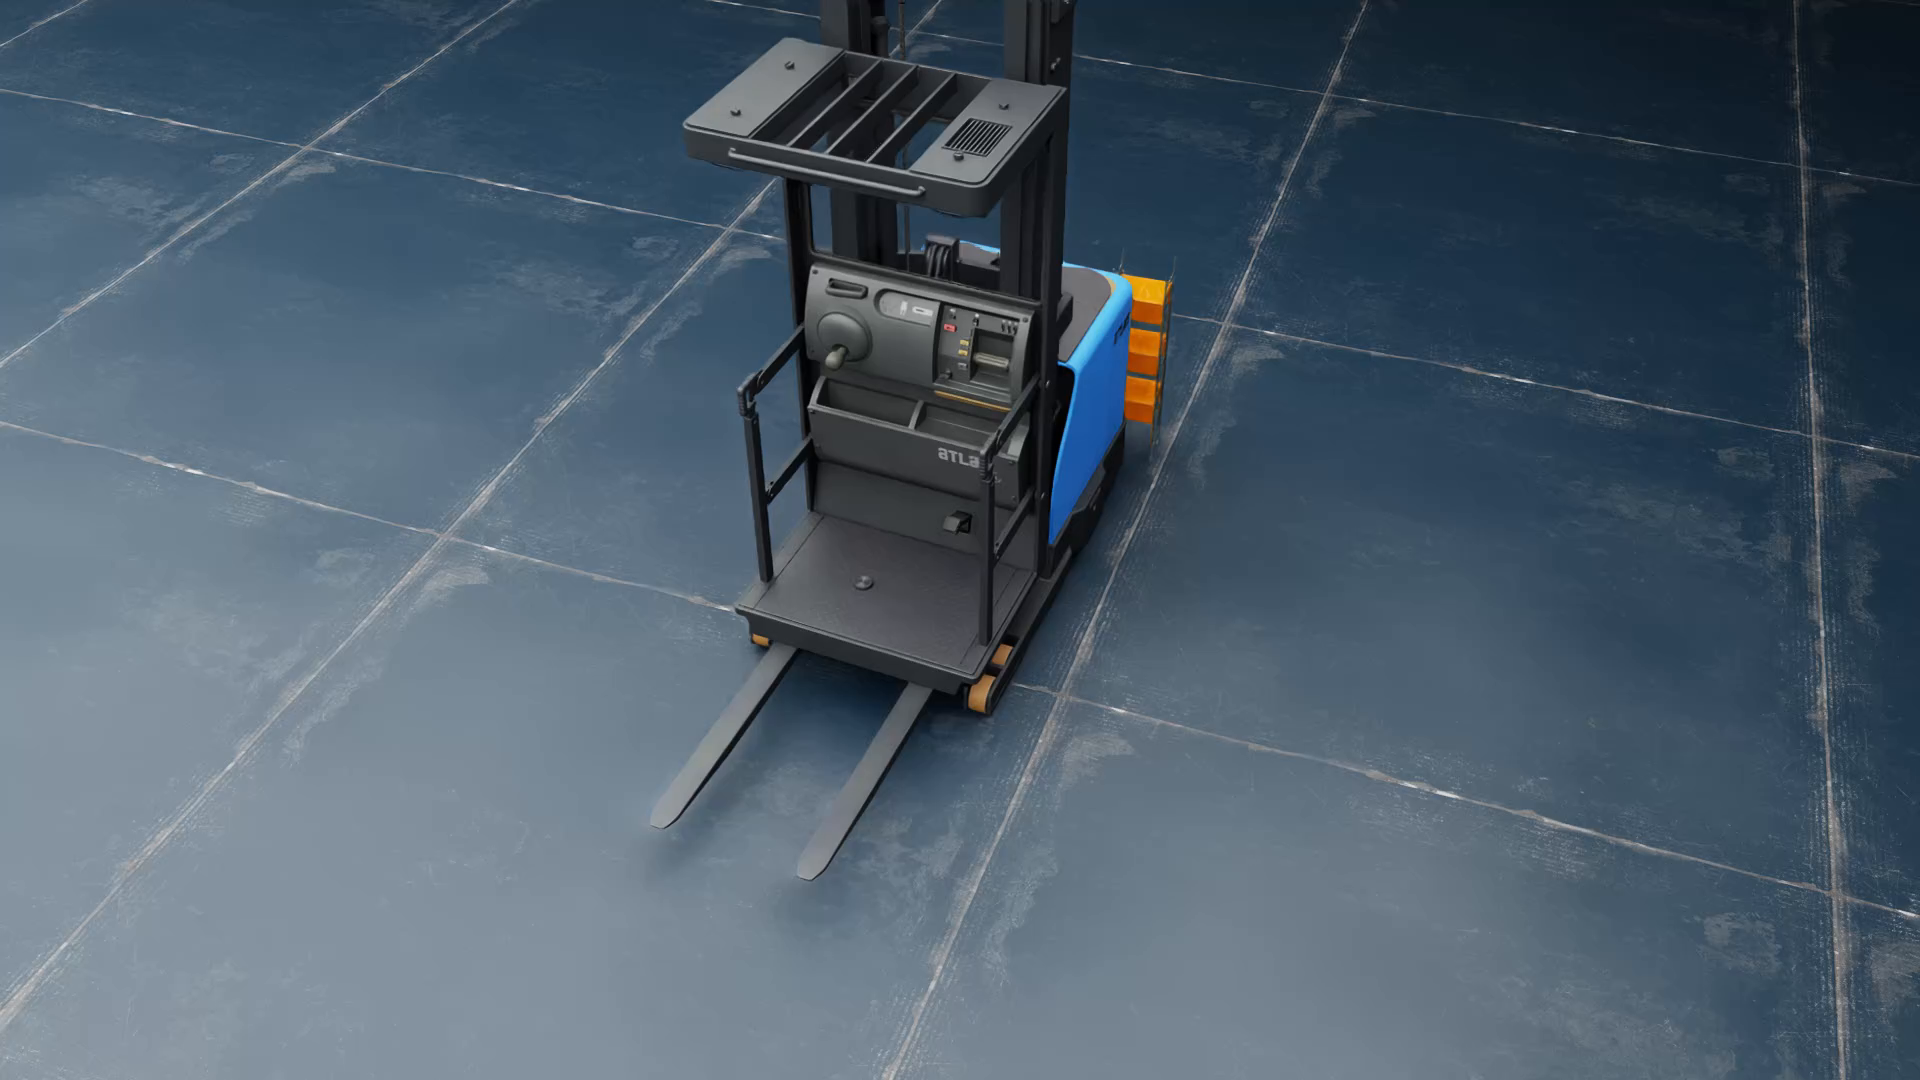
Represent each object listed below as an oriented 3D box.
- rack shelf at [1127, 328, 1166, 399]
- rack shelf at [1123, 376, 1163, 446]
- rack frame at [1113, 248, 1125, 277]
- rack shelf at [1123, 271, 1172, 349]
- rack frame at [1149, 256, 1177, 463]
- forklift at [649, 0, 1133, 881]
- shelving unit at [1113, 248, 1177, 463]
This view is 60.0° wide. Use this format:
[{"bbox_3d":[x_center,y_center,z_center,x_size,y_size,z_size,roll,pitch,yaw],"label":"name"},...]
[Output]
[{"bbox_3d":[0.842,-0.853,7.911,0.240,0.259,0.215,12,42,13],"label":"rack shelf"},{"bbox_3d":[0.842,-0.642,8.091,0.240,0.259,0.215,12,42,13],"label":"rack shelf"},{"bbox_3d":[0.725,-0.885,7.932,0.008,1.050,0.200,12,42,13],"label":"rack frame"},{"bbox_3d":[0.842,-1.069,7.727,0.240,0.259,0.215,12,42,13],"label":"rack shelf"},{"bbox_3d":[0.958,-0.837,7.876,0.008,1.050,0.200,12,42,13],"label":"rack frame"},{"bbox_3d":[-0.251,-0.717,6.286,1.130,2.935,3.031,15,43,17],"label":"forklift"},{"bbox_3d":[0.842,-0.861,7.904,0.252,1.050,0.215,12,42,13],"label":"shelving unit"}]
